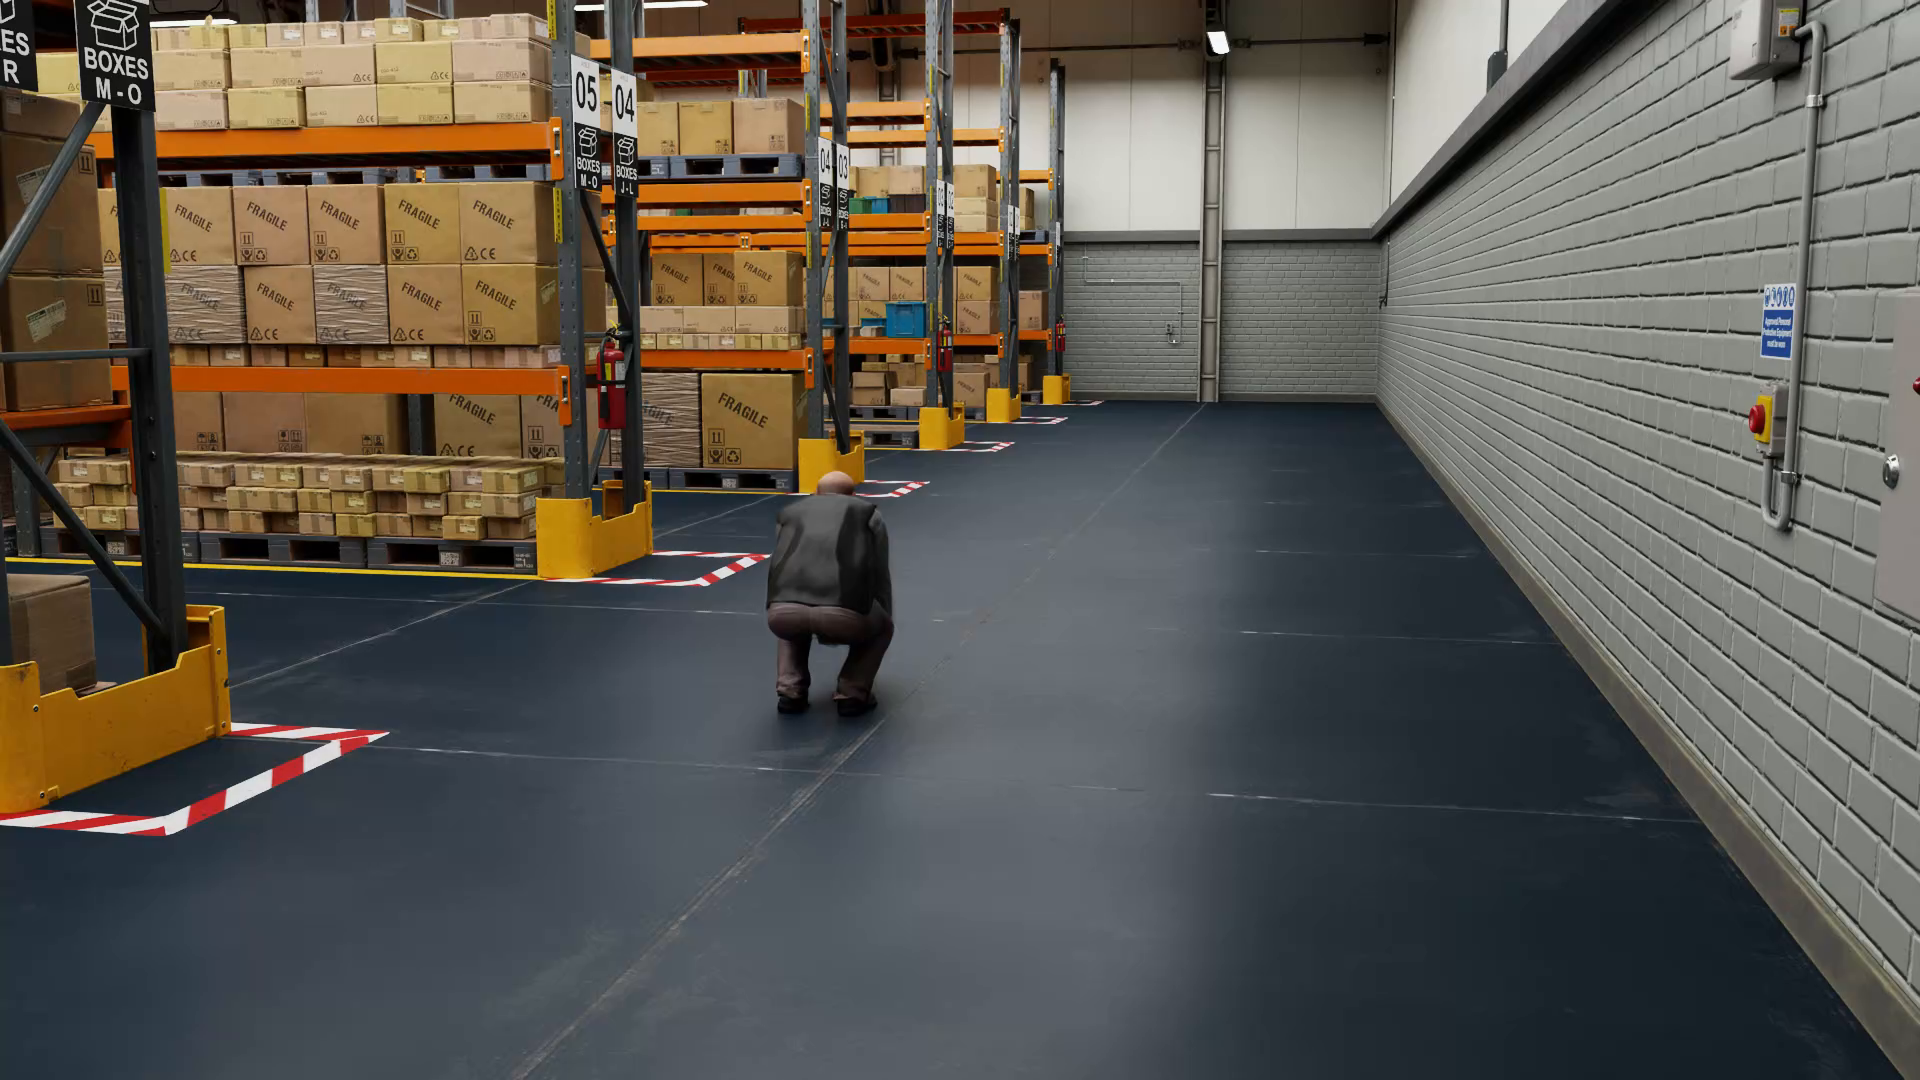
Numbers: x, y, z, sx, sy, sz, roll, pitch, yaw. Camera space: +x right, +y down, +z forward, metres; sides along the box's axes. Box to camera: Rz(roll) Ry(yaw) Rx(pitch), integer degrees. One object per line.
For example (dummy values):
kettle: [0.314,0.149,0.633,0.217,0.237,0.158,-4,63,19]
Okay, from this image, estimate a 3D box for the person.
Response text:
person: [-0.556,0.222,7.111,0.516,0.963,0.876,1,8,10]
